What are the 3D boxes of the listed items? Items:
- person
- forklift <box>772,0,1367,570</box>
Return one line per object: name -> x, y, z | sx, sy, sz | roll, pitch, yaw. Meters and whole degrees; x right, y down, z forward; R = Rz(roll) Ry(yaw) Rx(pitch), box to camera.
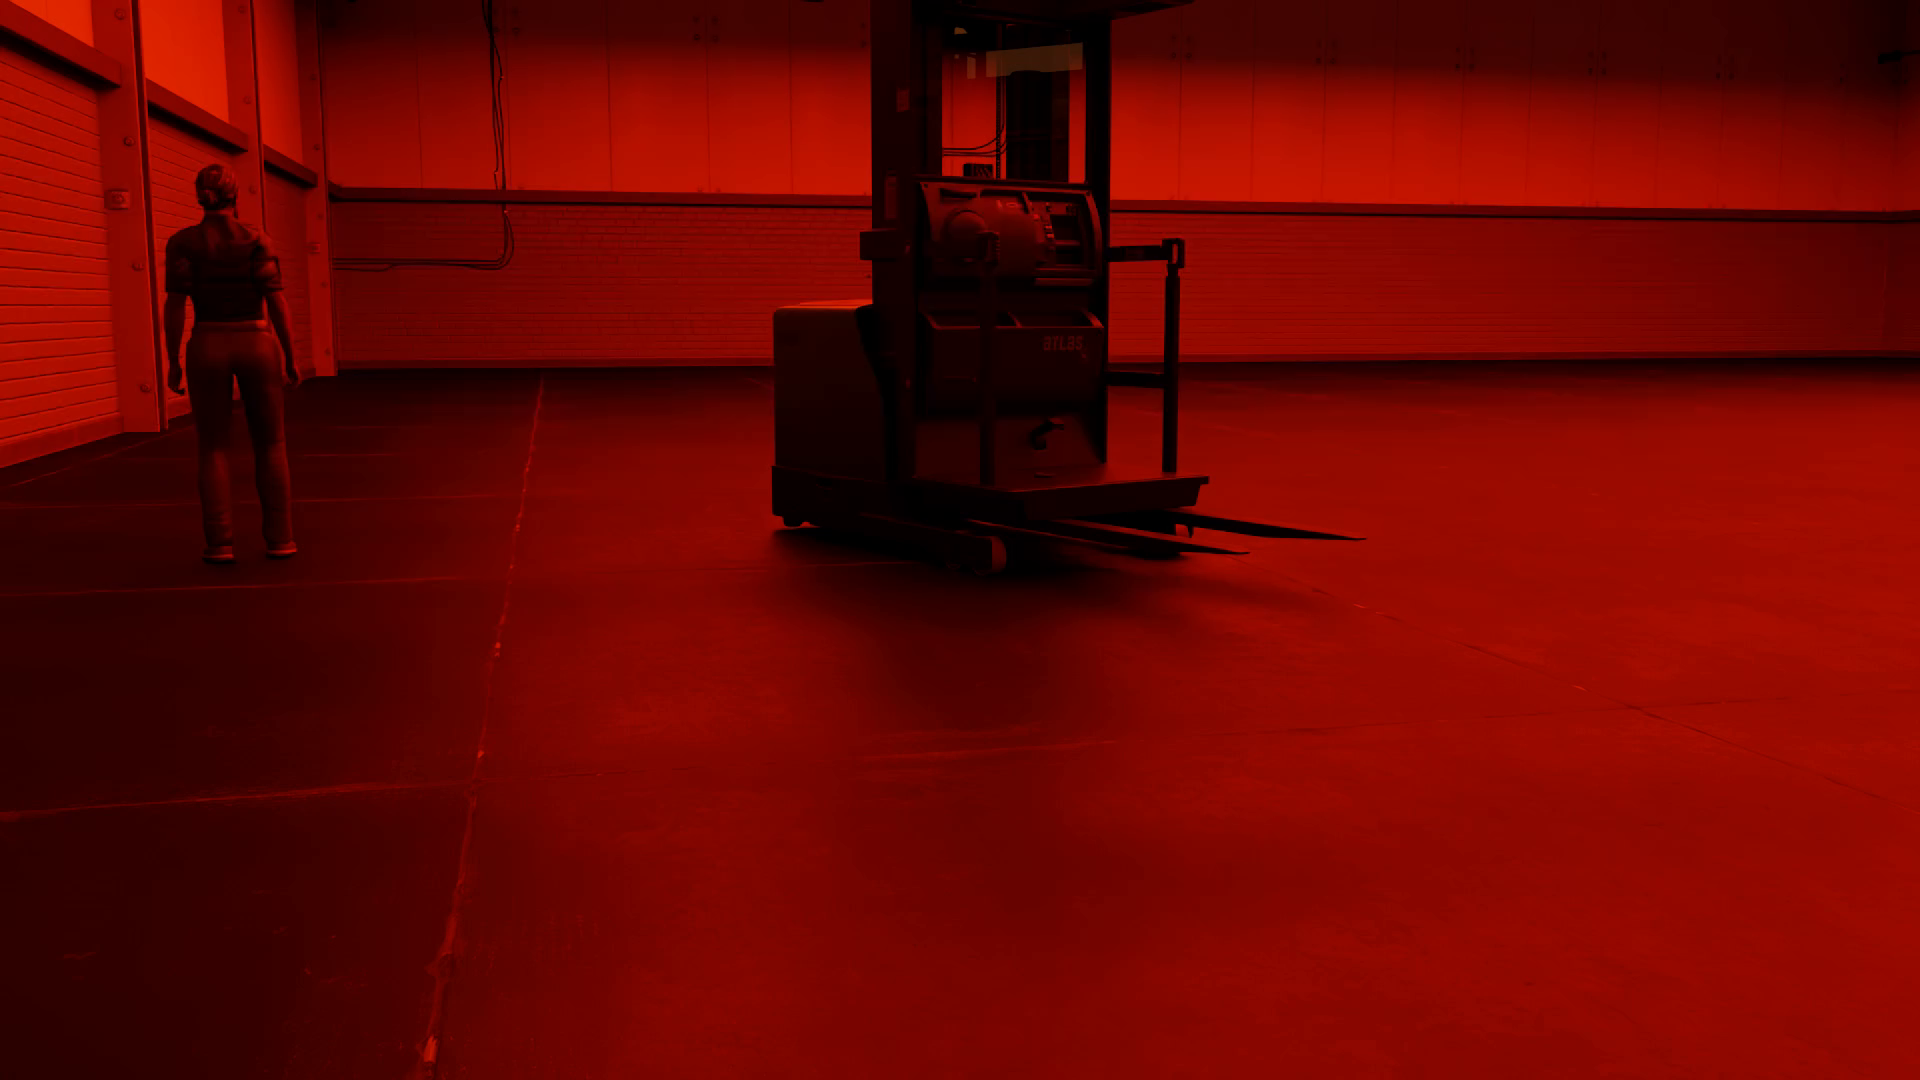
person -> -3.078, -0.745, 7.062 | 0.527, 1.661, 0.348 | -3, 8, -20
forklift -> 0.355, -1.383, 7.015 | 1.130, 2.935, 3.031 | -6, 10, -35
